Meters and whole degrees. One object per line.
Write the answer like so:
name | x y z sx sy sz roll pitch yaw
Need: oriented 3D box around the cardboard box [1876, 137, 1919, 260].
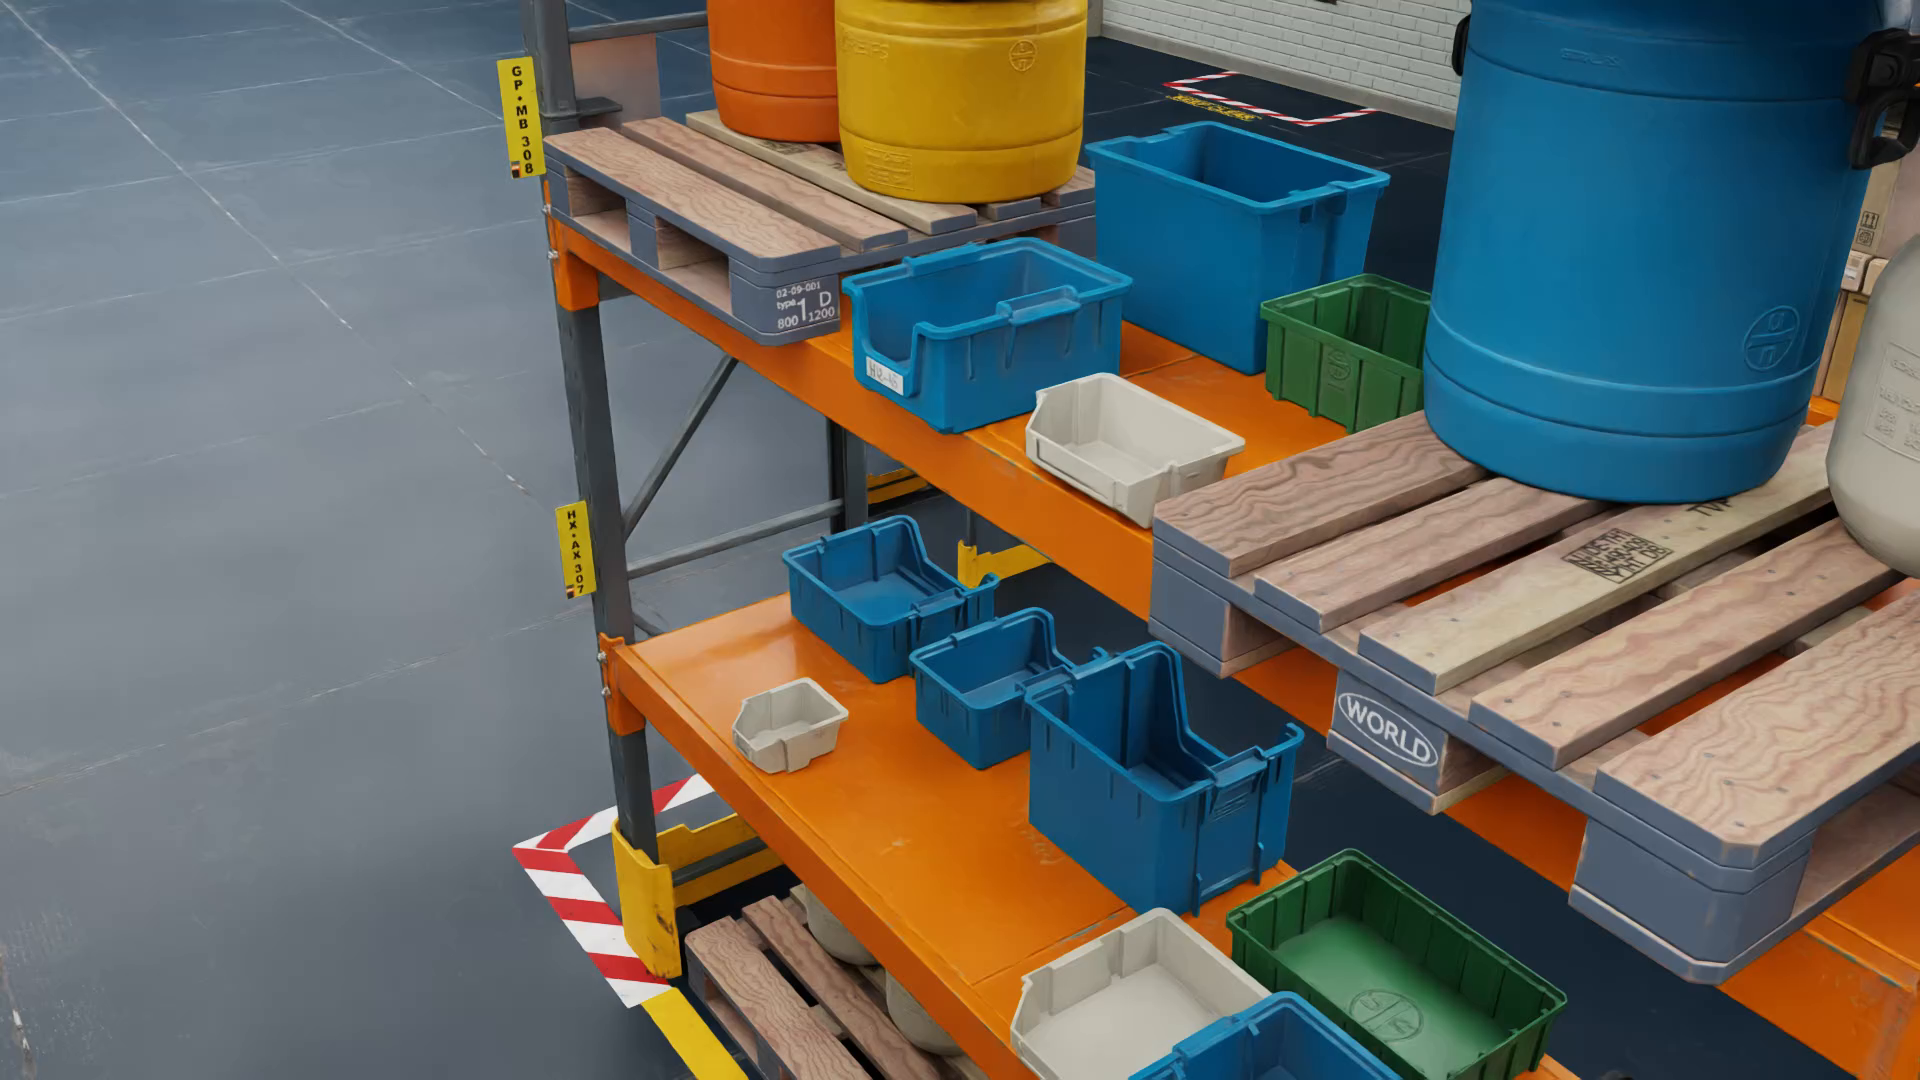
cardboard box | 4.169 -1.376 6.676 0.700 0.500 0.500 -19 34 -30

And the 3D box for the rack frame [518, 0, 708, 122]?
rack frame | -0.762 -2.632 4.168 1.000 3.000 0.127 -19 34 -31

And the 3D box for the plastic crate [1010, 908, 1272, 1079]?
plastic crate | 0.410 1.114 3.833 0.530 0.136 0.437 -19 34 -31

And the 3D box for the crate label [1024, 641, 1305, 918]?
crate label | 0.526 0.629 4.412 0.502 0.435 0.616 -19 34 -31

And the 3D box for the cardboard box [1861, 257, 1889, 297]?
cardboard box | 3.927 -1.082 6.815 0.380 0.149 0.250 -20 34 -32

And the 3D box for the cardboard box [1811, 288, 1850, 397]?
cardboard box | 3.844 -1.022 7.384 0.700 0.500 0.500 -18 33 -29

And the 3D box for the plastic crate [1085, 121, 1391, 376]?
plastic crate | 0.589 -0.649 3.676 0.392 0.384 0.575 -19 34 -31

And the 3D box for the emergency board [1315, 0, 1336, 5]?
emergency board | 3.546 -6.018 16.689 0.157 1.169 0.626 -19 34 -31

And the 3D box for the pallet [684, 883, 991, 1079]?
pallet | -0.213 1.563 5.651 1.003 0.211 1.213 -19 34 -31

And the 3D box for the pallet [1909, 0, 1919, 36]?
pallet | 3.664 -2.363 6.908 1.003 0.211 1.213 -19 34 -31

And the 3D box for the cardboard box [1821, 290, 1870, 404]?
cardboard box | 4.127 -0.827 7.026 0.700 0.500 0.500 -19 34 -30

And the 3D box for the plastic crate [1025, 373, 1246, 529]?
plastic crate | 0.298 -0.155 3.026 0.243 0.136 0.396 -19 34 -31

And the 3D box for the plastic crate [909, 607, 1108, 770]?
plastic crate | 0.144 0.435 4.962 0.499 0.251 0.408 -19 34 -31

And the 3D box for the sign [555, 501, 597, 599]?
sign | -1.213 0.033 5.256 0.100 0.325 0.005 -19 34 -31

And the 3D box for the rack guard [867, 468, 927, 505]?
rack guard | -0.333 -0.333 9.101 0.587 0.250 0.087 -19 34 -31

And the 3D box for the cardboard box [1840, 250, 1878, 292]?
cardboard box | 3.771 -1.185 7.004 0.380 0.149 0.250 -19 34 -31

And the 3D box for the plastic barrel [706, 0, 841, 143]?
plastic barrel | -0.377 -1.534 4.398 0.600 0.830 0.708 -19 34 -31

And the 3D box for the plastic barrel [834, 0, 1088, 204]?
plastic barrel | 0.003 -1.173 3.988 0.600 0.588 0.600 0 29 0

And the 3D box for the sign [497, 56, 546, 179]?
sign | -1.213 -1.168 4.605 0.100 0.325 0.005 -19 34 -31

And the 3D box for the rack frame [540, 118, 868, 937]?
rack frame | -0.762 0.004 5.600 1.000 3.000 0.127 -19 34 -31

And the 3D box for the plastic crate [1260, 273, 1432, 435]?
plastic crate | 0.865 -0.355 3.339 0.336 0.188 0.450 -19 34 -31

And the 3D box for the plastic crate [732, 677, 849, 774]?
plastic crate | -0.505 0.557 4.858 0.298 0.136 0.250 -19 34 -31

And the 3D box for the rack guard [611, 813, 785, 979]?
rack guard | -0.680 1.119 6.166 1.175 0.500 0.348 -19 34 -31

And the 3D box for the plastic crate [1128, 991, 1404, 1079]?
plastic crate | 0.695 1.269 3.426 0.499 0.251 0.616 -19 34 -31

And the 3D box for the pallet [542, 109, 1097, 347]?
pallet | -0.362 -0.883 4.287 1.003 0.211 1.213 -19 34 -31

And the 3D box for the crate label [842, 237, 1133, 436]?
crate label | 0.055 -0.430 3.411 0.502 0.251 0.408 -19 34 -31

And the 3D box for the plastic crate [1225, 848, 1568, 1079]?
plastic crate | 1.001 1.046 3.903 0.450 0.188 0.662 -19 34 -31

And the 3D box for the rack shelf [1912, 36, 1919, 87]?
rack shelf | 4.435 -1.590 6.146 1.077 0.370 4.000 -19 34 -31

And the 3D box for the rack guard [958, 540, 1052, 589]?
rack guard | 0.245 0.054 8.388 0.587 0.250 0.087 -19 34 -31

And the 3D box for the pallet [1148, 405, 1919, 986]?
pallet | 1.060 0.070 2.532 1.213 0.211 1.003 -19 34 -31

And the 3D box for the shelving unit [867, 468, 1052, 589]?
shelving unit | -0.044 -0.689 8.447 0.587 1.500 1.083 -19 34 -31

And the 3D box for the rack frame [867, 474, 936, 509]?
rack frame | -0.344 -0.890 8.817 0.500 1.500 0.032 -19 34 -31

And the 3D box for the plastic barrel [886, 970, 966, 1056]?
plastic barrel | -0.027 1.342 5.302 0.421 0.512 0.421 0 29 0

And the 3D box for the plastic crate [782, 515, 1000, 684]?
plastic crate | -0.228 0.181 5.430 0.499 0.251 0.616 -19 34 -31

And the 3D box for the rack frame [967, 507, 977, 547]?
rack frame | 0.245 -0.495 8.089 0.500 1.500 0.032 -19 34 -31

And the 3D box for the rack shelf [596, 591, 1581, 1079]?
rack shelf | 0.398 1.098 4.340 1.077 0.370 4.000 -19 34 -31

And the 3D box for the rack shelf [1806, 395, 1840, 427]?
rack shelf | 4.435 -0.272 6.862 1.077 0.370 4.000 -19 34 -31

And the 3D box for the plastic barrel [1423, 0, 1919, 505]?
plastic barrel | 1.068 -0.581 2.568 0.600 0.901 0.708 -19 34 -31

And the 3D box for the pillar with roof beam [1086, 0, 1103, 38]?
pillar with roof beam | -2.049 -8.816 15.553 9.100 9.000 0.400 -19 34 -31

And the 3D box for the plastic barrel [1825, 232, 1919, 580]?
plastic barrel | 1.468 -0.215 2.302 0.421 0.512 0.421 0 29 0

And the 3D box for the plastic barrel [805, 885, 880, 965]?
plastic barrel | -0.318 1.147 5.661 0.421 0.512 0.421 0 29 0

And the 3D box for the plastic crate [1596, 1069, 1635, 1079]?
plastic crate | 1.358 1.347 3.191 0.767 0.338 0.504 -19 34 -31

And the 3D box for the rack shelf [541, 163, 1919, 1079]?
rack shelf | 0.398 -0.221 3.624 1.077 0.370 4.000 -19 34 -31

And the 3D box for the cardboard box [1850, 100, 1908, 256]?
cardboard box | 3.876 -1.571 7.036 0.700 0.500 0.500 -20 34 -32

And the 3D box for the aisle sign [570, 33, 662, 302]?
aisle sign | -1.042 -1.085 4.882 0.394 0.787 0.004 -19 34 -31
